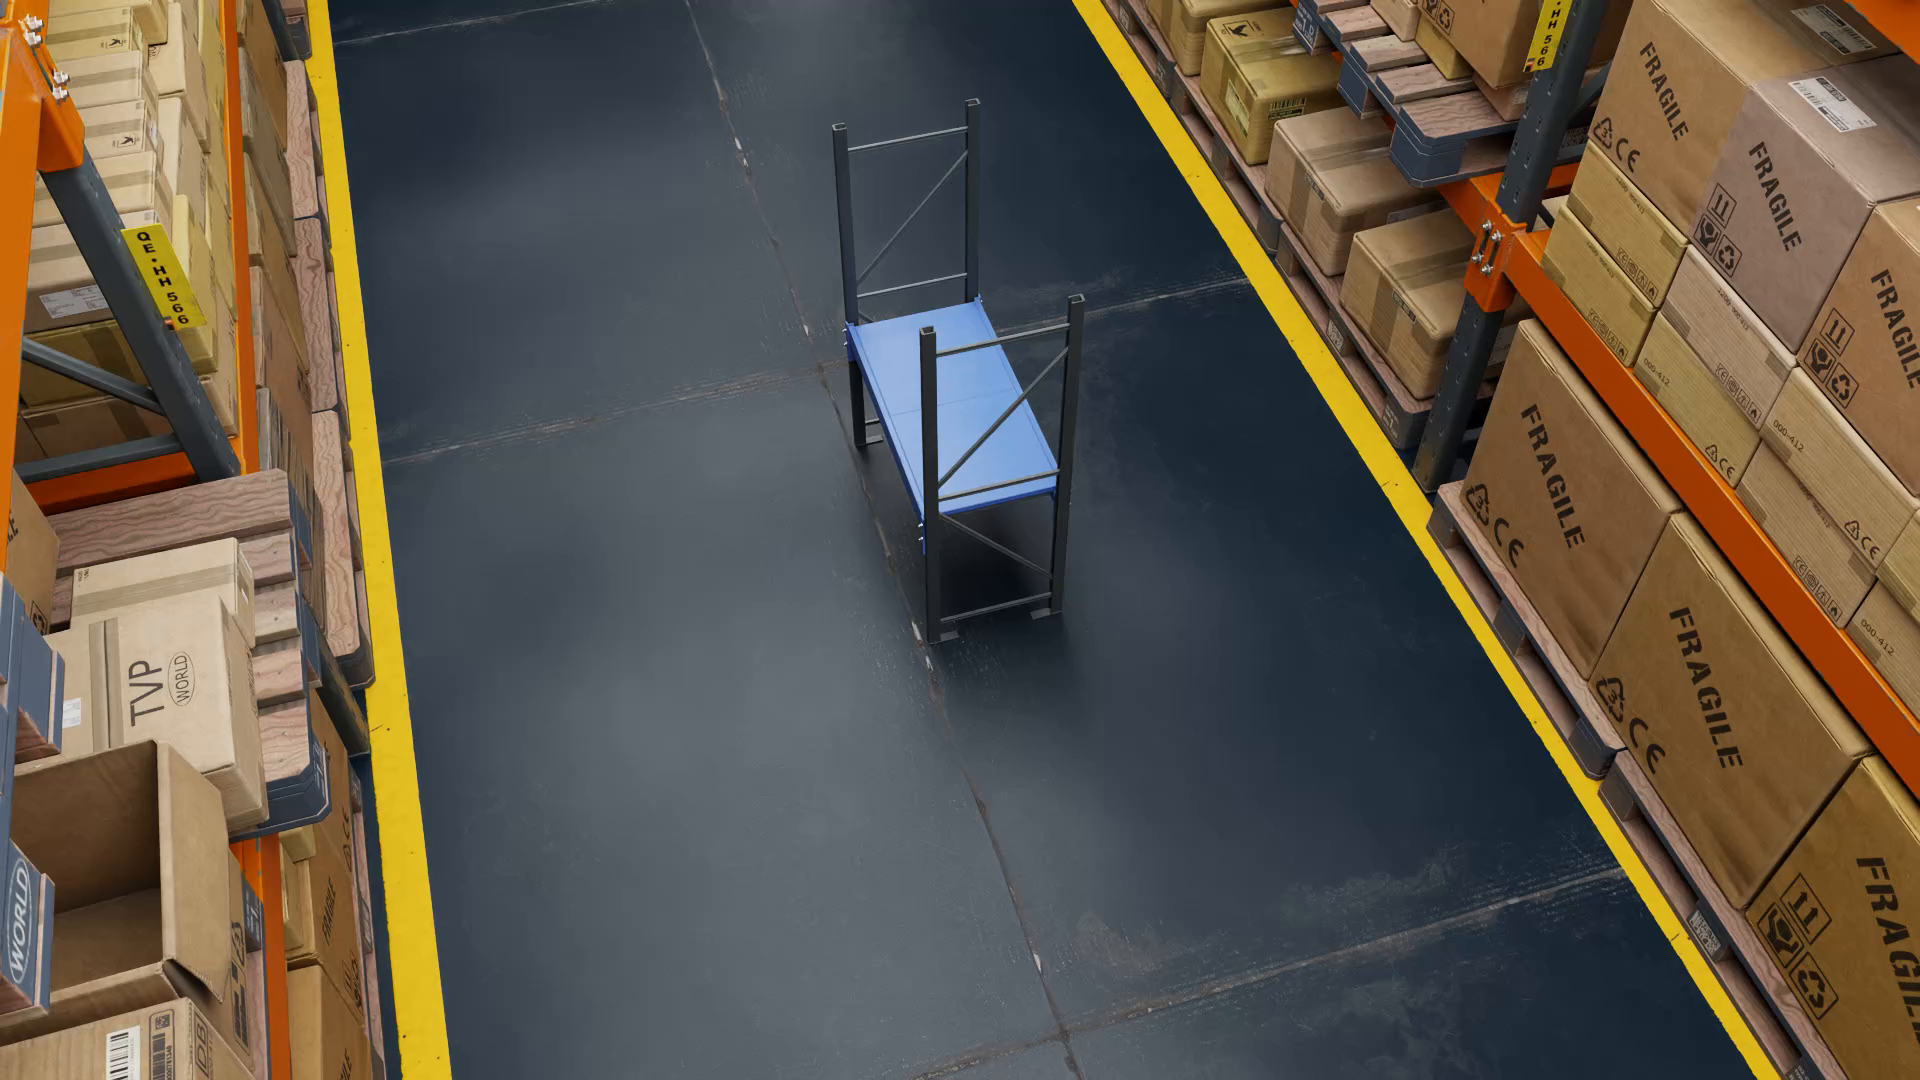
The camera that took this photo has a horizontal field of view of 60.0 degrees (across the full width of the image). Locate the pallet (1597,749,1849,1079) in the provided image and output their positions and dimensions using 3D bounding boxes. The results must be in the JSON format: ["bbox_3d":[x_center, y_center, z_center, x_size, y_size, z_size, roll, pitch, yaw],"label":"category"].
[{"bbox_3d":[2.767,1.085,5.197,1.003,0.211,1.213,-13,51,-11],"label":"pallet"}]

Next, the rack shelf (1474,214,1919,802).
[{"bbox_3d":[2.840,0.396,4.424,1.077,0.370,4.000,-13,51,-11],"label":"rack shelf"}]

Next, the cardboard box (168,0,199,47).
[{"bbox_3d":[-2.850,-1.783,5.562,0.500,0.250,0.500,-13,51,-10],"label":"cardboard box"}]

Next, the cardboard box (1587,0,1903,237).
[{"bbox_3d":[2.161,-1.235,4.610,0.500,0.500,0.500,-15,51,-12],"label":"cardboard box"}]

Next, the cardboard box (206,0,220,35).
[{"bbox_3d":[-3.004,-2.000,6.072,0.500,0.250,0.500,-13,51,-11],"label":"cardboard box"}]

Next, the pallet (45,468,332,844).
[{"bbox_3d":[-2.224,0.370,4.102,1.213,0.211,1.003,-13,51,-11],"label":"pallet"}]

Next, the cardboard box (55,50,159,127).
[{"bbox_3d":[-2.575,-1.277,4.875,0.380,0.149,0.250,-13,51,-11],"label":"cardboard box"}]

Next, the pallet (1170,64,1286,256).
[{"bbox_3d":[1.662,-1.858,7.678,1.003,0.211,1.213,-13,51,-11],"label":"pallet"}]

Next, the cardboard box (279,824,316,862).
[{"bbox_3d":[-1.994,0.786,4.562,0.380,0.149,0.250,-16,52,-13],"label":"cardboard box"}]

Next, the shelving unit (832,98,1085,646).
[{"bbox_3d":[-0.025,-0.546,5.729,0.538,1.500,1.048,-13,51,-11],"label":"shelving unit"}]

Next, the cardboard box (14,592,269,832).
[{"bbox_3d":[-1.871,0.439,3.741,0.500,0.250,0.500,-15,52,-13],"label":"cardboard box"}]

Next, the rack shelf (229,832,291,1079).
[{"bbox_3d":[-1.901,1.521,3.476,1.077,0.370,4.000,-13,51,-11],"label":"rack shelf"}]

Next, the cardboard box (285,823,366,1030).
[{"bbox_3d":[-2.024,1.127,4.698,0.500,0.500,0.500,-14,51,-12],"label":"cardboard box"}]

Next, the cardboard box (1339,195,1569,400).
[{"bbox_3d":[2.091,-1.000,6.575,0.950,0.372,0.625,-16,52,-13],"label":"cardboard box"}]

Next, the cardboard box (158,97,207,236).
[{"bbox_3d":[-2.537,-1.029,4.927,0.500,0.250,0.500,-12,51,-10],"label":"cardboard box"}]

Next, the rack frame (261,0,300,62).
[{"bbox_3d":[-3.675,-3.093,6.895,1.000,3.000,0.127,-13,51,-11],"label":"rack frame"}]

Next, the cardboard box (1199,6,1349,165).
[{"bbox_3d":[1.646,-2.092,7.496,0.950,0.372,0.625,-12,51,-10],"label":"cardboard box"}]

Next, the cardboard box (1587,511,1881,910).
[{"bbox_3d":[2.633,0.429,5.042,0.875,0.875,0.875,-13,51,-11],"label":"cardboard box"}]

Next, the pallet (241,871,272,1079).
[{"bbox_3d":[-1.912,1.310,3.309,1.003,0.211,1.213,-13,51,-11],"label":"pallet"}]

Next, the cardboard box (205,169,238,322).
[{"bbox_3d":[-2.534,-0.871,5.120,0.500,0.250,0.500,-14,51,-12],"label":"cardboard box"}]

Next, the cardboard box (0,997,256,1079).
[{"bbox_3d":[-1.624,1.227,2.913,0.700,0.500,0.500,-14,51,-11],"label":"cardboard box"}]

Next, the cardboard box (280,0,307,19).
[{"bbox_3d":[-3.502,-2.770,8.147,0.500,0.250,0.500,-13,51,-11],"label":"cardboard box"}]

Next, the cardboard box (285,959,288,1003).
[{"bbox_3d":[-1.923,1.191,4.220,0.380,0.149,0.250,-12,51,-10],"label":"cardboard box"}]

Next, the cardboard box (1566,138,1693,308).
[{"bbox_3d":[2.162,-0.983,4.888,0.500,0.250,0.500,-14,51,-11],"label":"cardboard box"}]

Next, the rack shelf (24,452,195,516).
[{"bbox_3d":[-3.083,-1.463,5.864,0.919,0.124,3.809,-13,51,-11],"label":"rack shelf"}]

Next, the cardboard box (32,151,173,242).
[{"bbox_3d":[-2.385,-0.907,4.563,0.380,0.149,0.250,-12,51,-10],"label":"cardboard box"}]

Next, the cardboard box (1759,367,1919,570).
[{"bbox_3d":[2.450,-0.239,4.260,0.500,0.250,0.500,-13,51,-11],"label":"cardboard box"}]

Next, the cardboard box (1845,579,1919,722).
[{"bbox_3d":[2.621,0.282,4.149,0.500,0.250,0.500,-13,51,-11],"label":"cardboard box"}]

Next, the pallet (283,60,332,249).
[{"bbox_3d":[-3.420,-1.665,7.515,1.003,0.211,1.213,-13,51,-11],"label":"pallet"}]

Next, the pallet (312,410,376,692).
[{"bbox_3d":[-2.698,0.117,6.013,1.003,0.211,1.213,-13,51,-11],"label":"pallet"}]

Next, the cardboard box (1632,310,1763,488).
[{"bbox_3d":[2.322,-0.463,4.776,0.500,0.250,0.500,-15,51,-12],"label":"cardboard box"}]

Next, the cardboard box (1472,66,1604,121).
[{"bbox_3d":[1.927,-1.537,5.473,0.380,0.149,0.250,-12,51,-10],"label":"cardboard box"}]

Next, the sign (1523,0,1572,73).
[{"bbox_3d":[1.733,-1.514,4.859,0.100,0.325,0.005,-13,51,-11],"label":"sign"}]

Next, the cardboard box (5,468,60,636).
[{"bbox_3d":[-2.489,0.072,3.887,0.500,0.500,0.500,-11,51,-9],"label":"cardboard box"}]

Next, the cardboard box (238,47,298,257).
[{"bbox_3d":[-3.288,-1.516,6.844,0.875,0.625,0.625,-14,51,-11],"label":"cardboard box"}]

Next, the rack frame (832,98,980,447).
[{"bbox_3d":[-0.176,-0.917,6.042,0.500,1.500,0.032,-13,51,-11],"label":"rack frame"}]

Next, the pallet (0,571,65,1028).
[{"bbox_3d":[-1.745,0.595,1.947,1.213,0.211,1.003,-13,51,-11],"label":"pallet"}]

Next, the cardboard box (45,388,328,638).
[{"bbox_3d":[-2.663,0.000,5.566,0.875,0.625,0.625,-12,51,-10],"label":"cardboard box"}]

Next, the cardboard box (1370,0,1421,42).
[{"bbox_3d":[1.661,-1.890,5.771,0.380,0.149,0.250,-14,51,-11],"label":"cardboard box"}]
